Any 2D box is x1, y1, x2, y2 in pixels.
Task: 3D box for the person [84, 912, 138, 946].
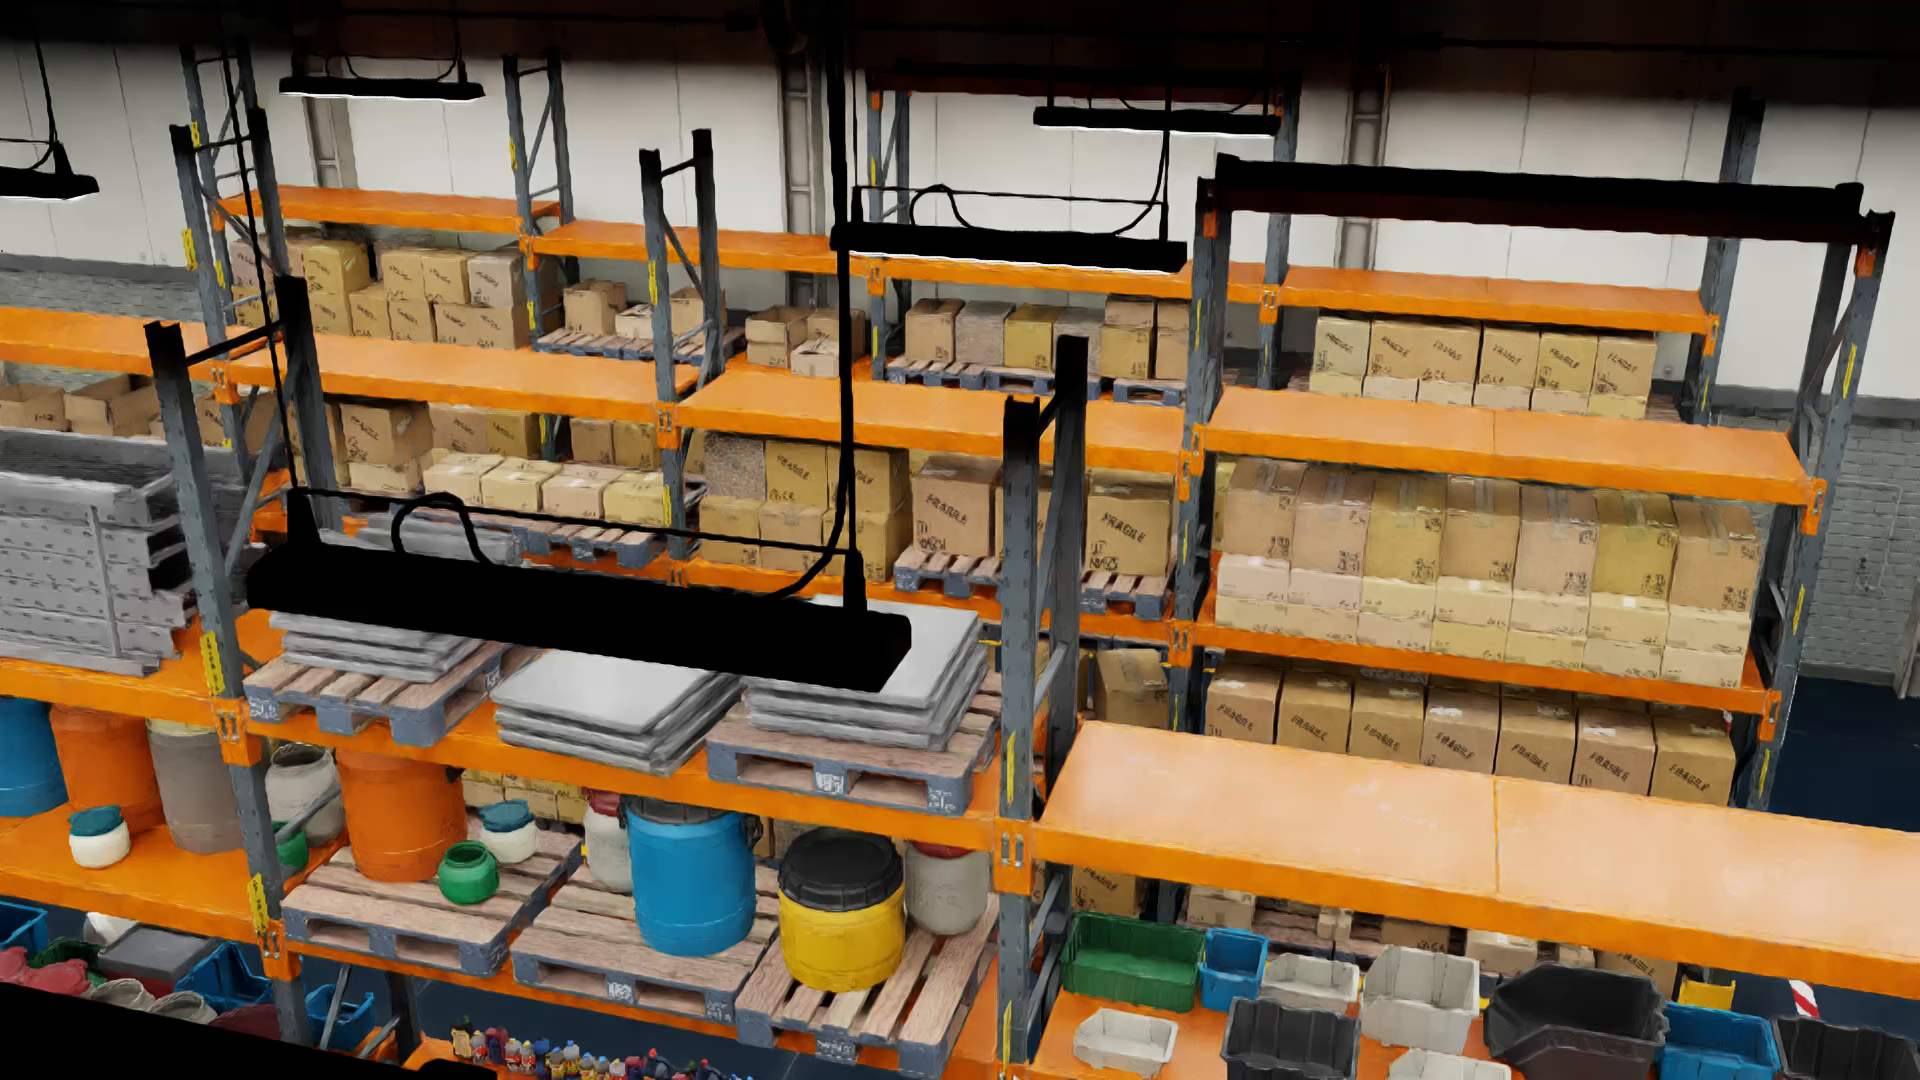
[{"bbox_3d":[-5.620,2.961,11.385,0.951,1.747,0.591,14,26,30],"label":"person"}]
